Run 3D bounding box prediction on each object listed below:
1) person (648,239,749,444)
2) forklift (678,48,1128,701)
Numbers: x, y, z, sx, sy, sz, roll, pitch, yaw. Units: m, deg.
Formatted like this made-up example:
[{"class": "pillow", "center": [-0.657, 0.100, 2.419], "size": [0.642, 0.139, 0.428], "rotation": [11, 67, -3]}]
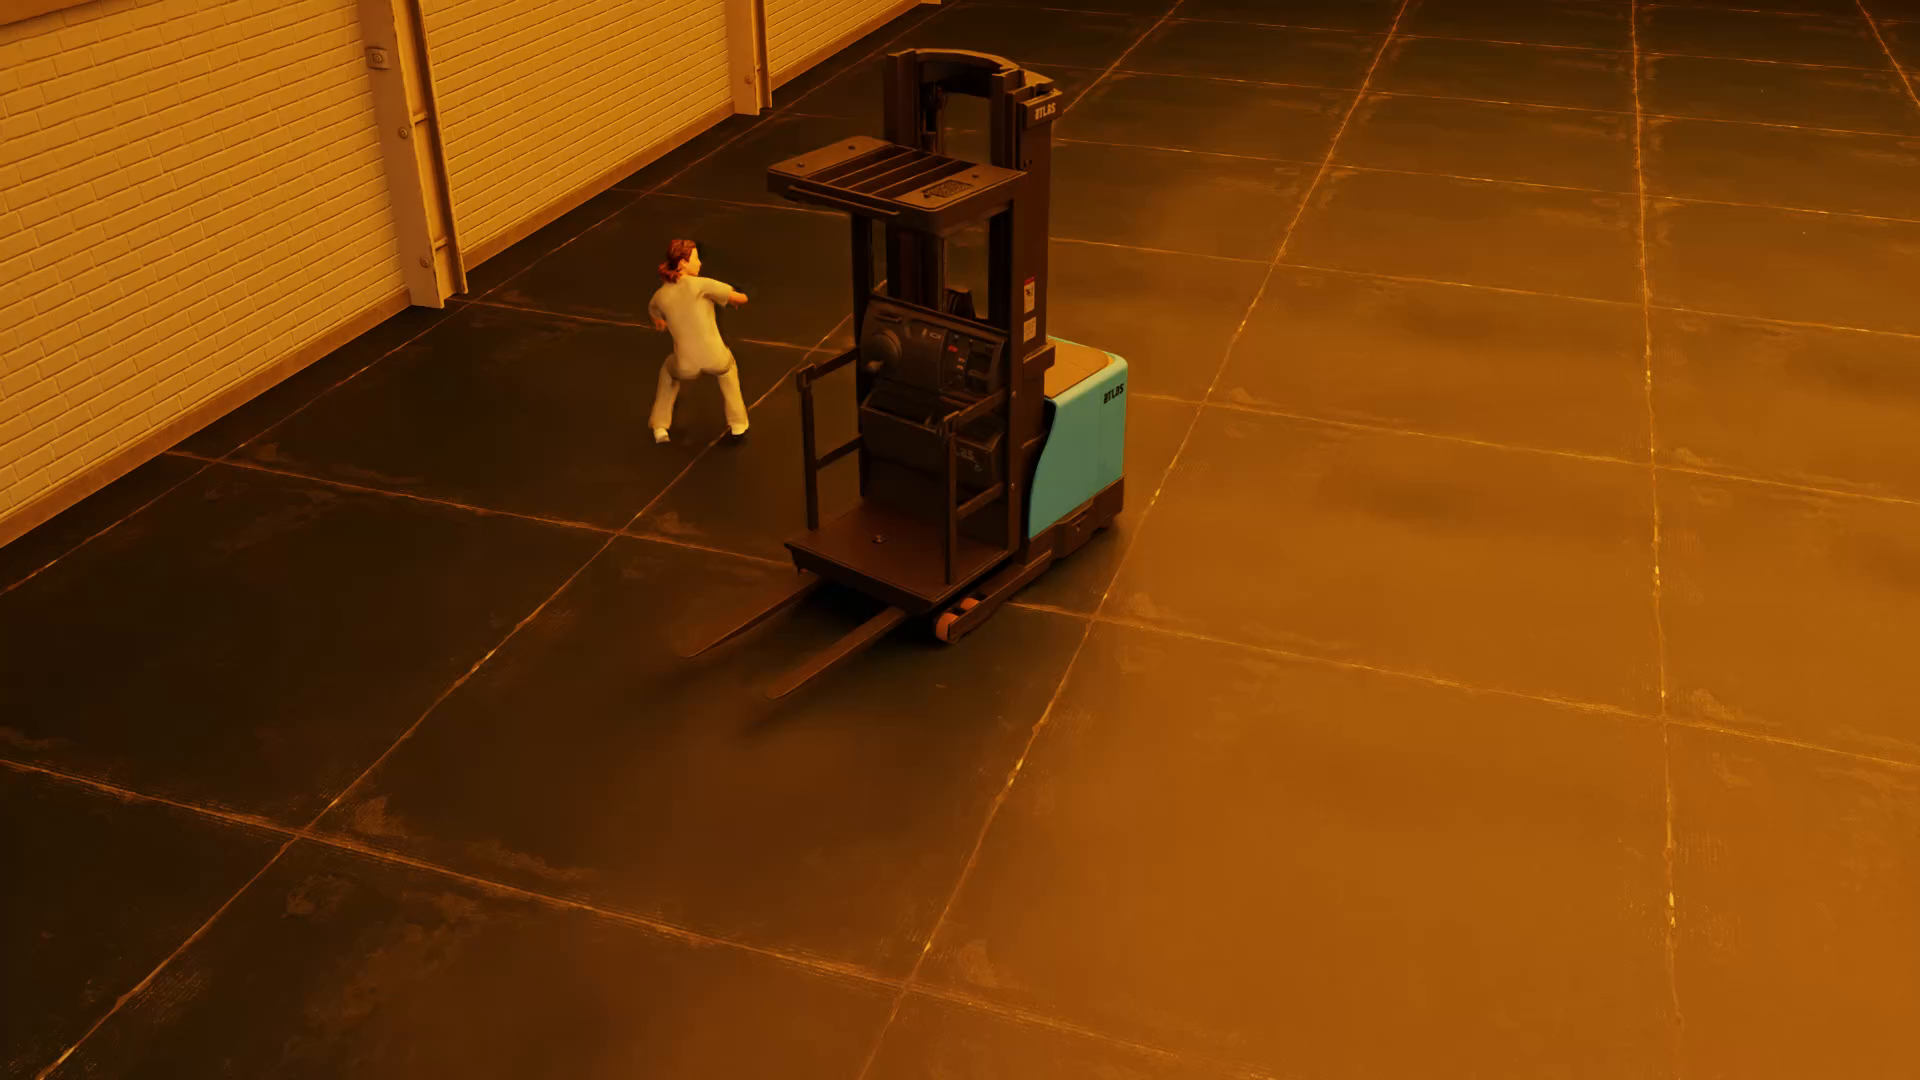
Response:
[{"class": "person", "center": [-1.734, -1.315, 11.021], "size": [0.727, 1.416, 0.805], "rotation": [-1, 30, -1]}, {"class": "forklift", "center": [-0.284, -0.982, 8.860], "size": [1.130, 2.935, 3.031], "rotation": [21, 36, 32]}]
